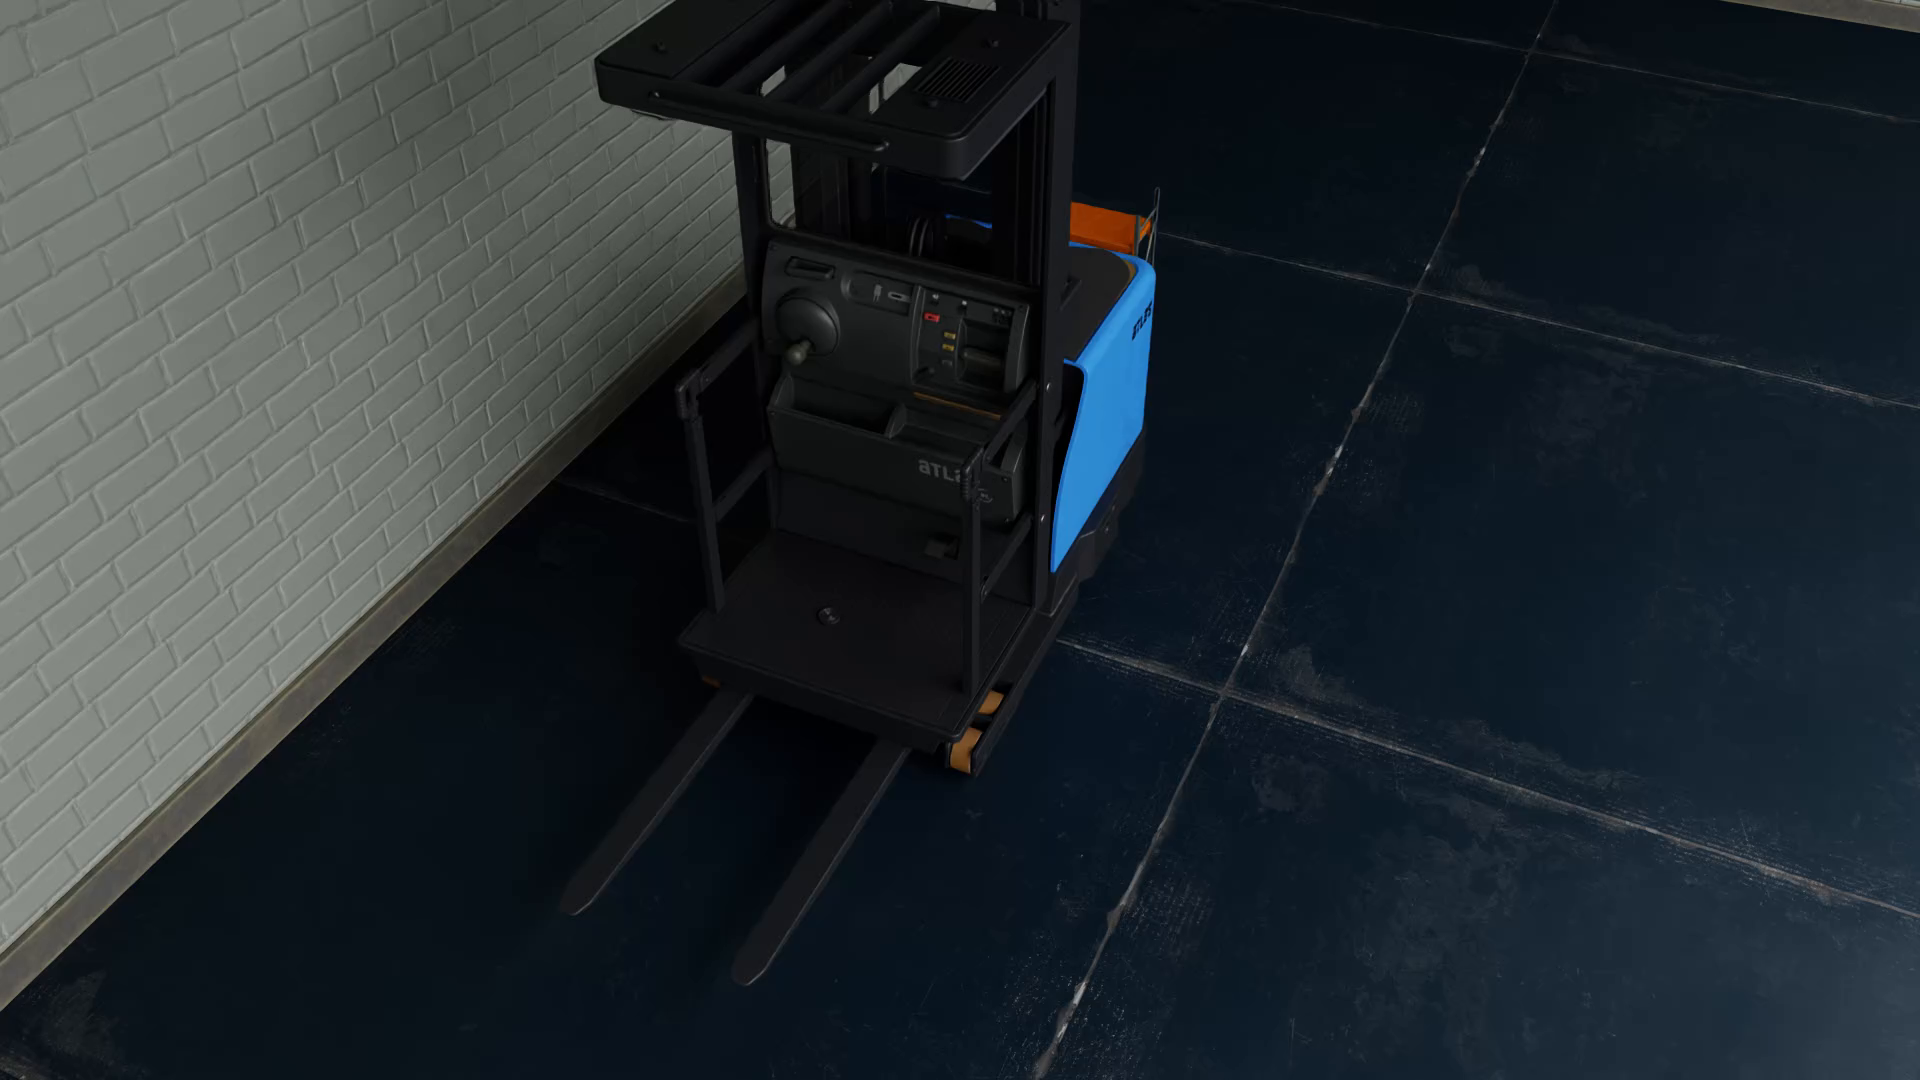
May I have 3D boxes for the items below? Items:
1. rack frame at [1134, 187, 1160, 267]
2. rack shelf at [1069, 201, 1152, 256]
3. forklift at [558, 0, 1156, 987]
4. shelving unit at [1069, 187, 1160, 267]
[{"bbox_3d":[0.727,-0.854,6.819,0.015,1.200,0.240,17,44,18],"label":"rack frame"},{"bbox_3d":[0.505,-1.217,6.638,0.480,0.148,0.258,17,44,18],"label":"rack shelf"},{"bbox_3d":[-0.306,-0.618,5.226,1.130,2.935,3.031,17,44,18],"label":"forklift"},{"bbox_3d":[0.505,-0.920,6.895,0.503,1.200,0.258,17,44,18],"label":"shelving unit"}]
